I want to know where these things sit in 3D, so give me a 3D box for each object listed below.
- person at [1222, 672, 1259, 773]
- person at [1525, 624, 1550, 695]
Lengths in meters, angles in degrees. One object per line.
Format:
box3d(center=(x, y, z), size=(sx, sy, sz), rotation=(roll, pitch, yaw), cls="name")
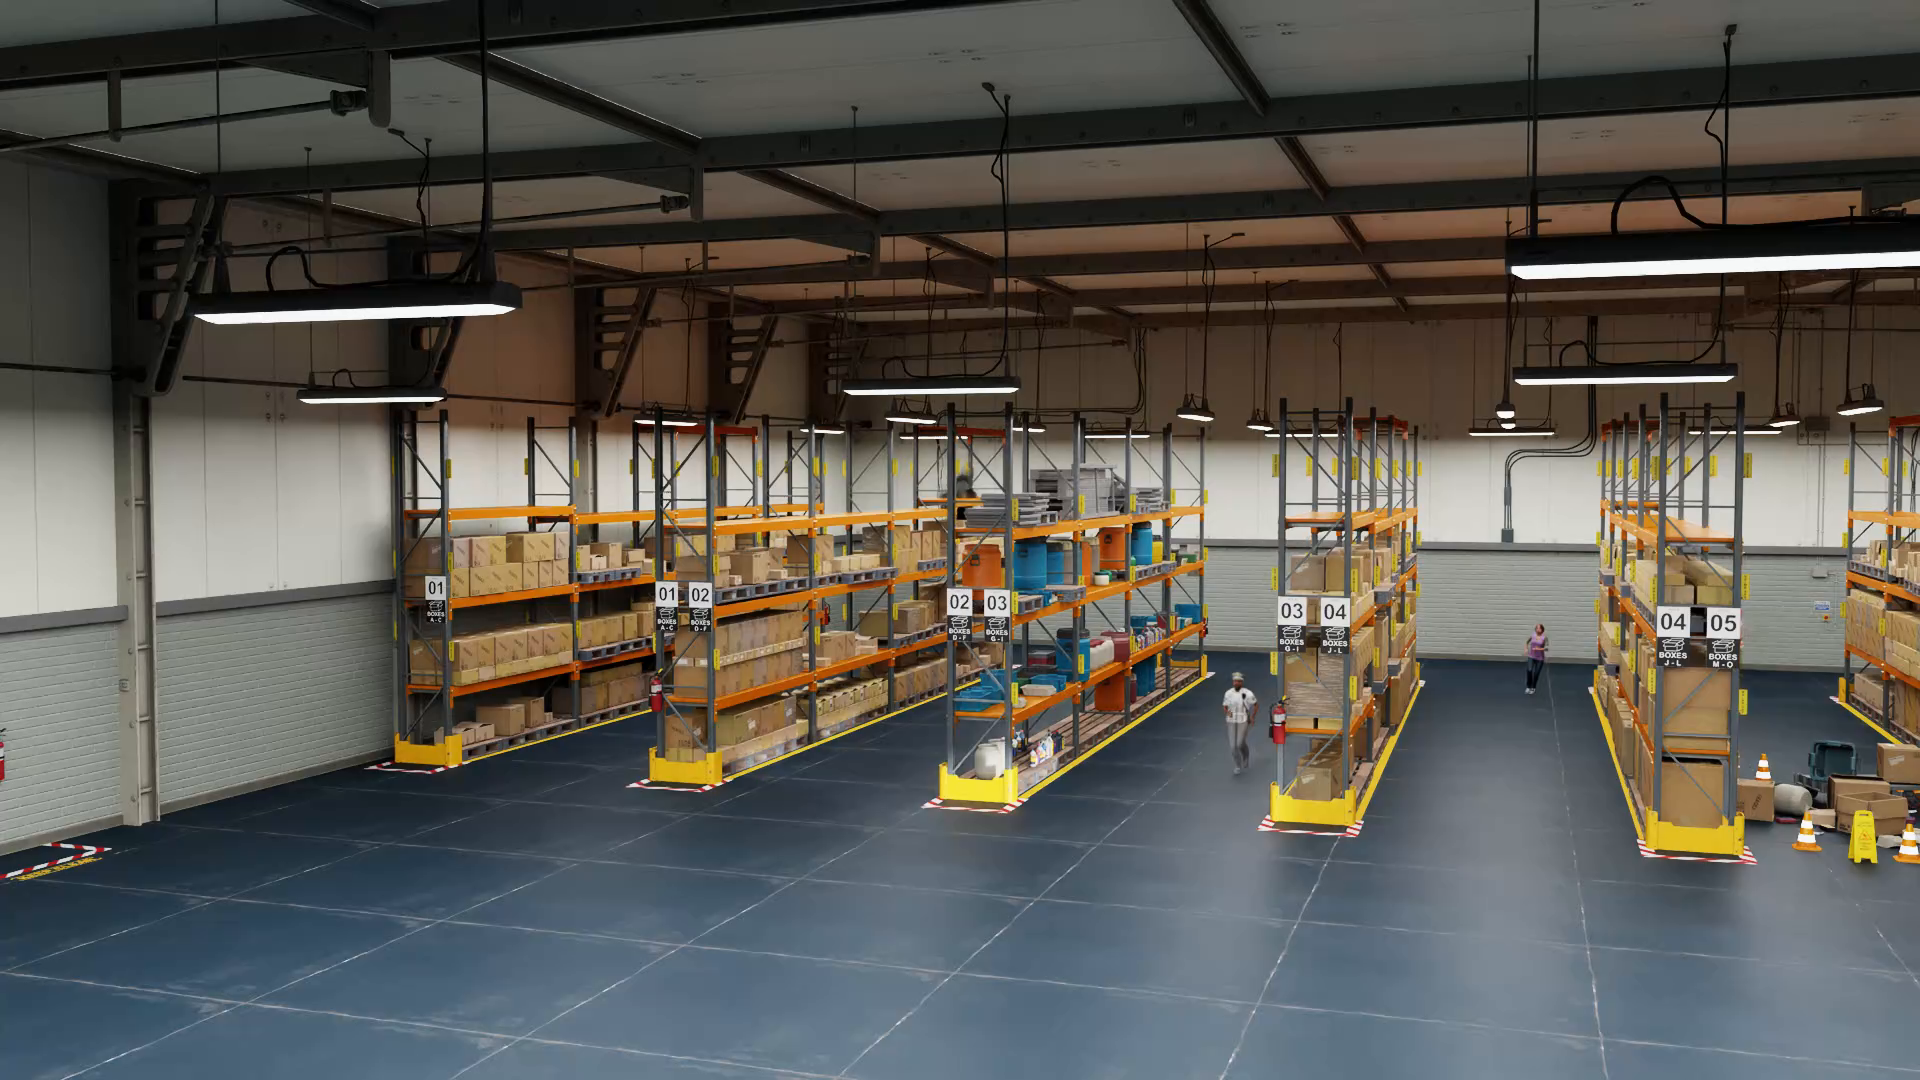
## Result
box3d(center=(4.562, 2.999, 27.261), size=(0.560, 1.662, 0.572), rotation=(1, 3, 24), cls="person")
box3d(center=(12.751, 2.651, 36.753), size=(0.523, 1.579, 0.592), rotation=(1, 3, 20), cls="person")
